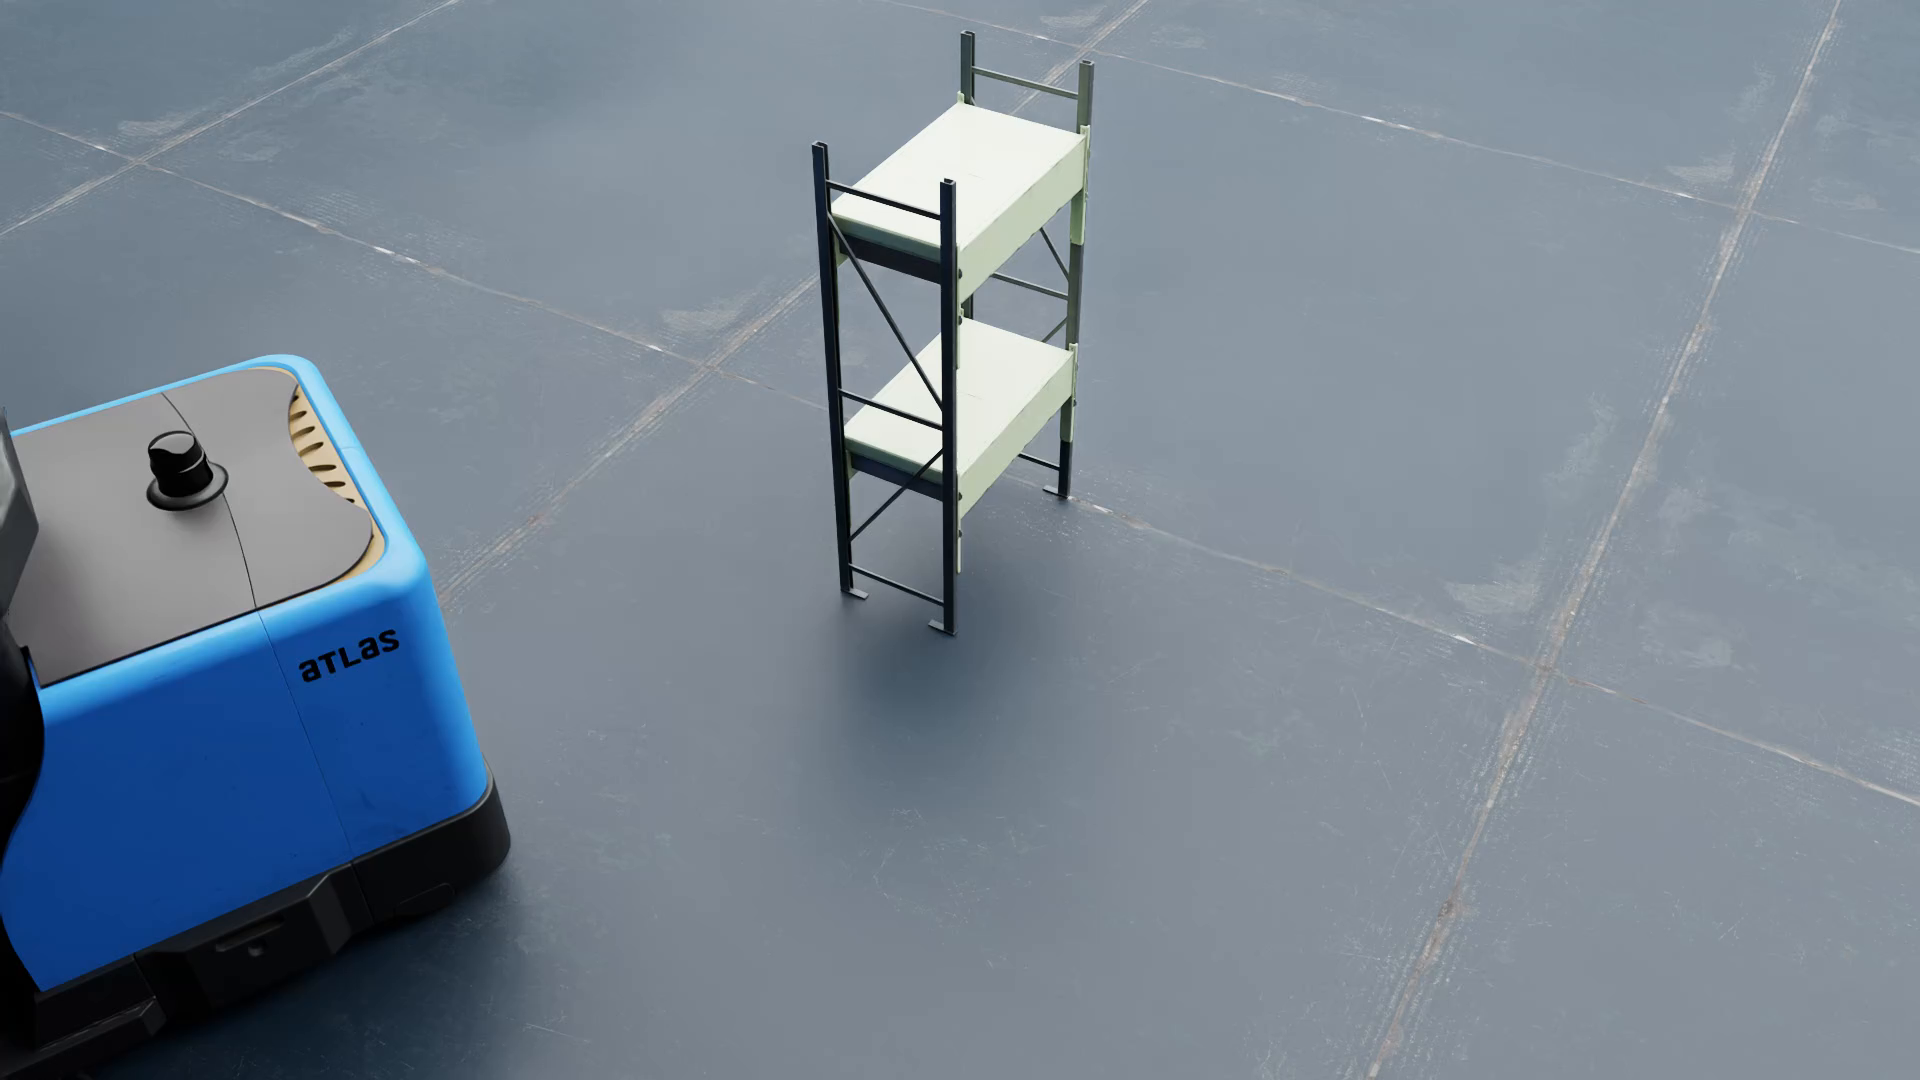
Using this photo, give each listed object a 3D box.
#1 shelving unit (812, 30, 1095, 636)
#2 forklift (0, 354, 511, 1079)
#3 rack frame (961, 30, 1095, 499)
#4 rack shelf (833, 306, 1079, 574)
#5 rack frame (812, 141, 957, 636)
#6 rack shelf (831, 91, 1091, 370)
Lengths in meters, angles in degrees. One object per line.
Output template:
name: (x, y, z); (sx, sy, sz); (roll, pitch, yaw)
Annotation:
shelving unit: (-0.003, -0.559, 4.750); (0.431, 1.500, 0.755); (21, 45, 22)
forklift: (-2.672, -0.001, 3.033); (3.031, 2.935, 1.130); (-22, 46, -23)
rack frame: (0.180, -0.768, 4.988); (0.400, 1.500, 0.023); (21, 45, 22)
rack shelf: (-0.003, -0.314, 4.965); (0.431, 0.370, 0.720); (21, 45, 22)
rack frame: (-0.186, -0.350, 4.512); (0.400, 1.500, 0.023); (21, 45, 22)
rack shelf: (-0.003, -0.852, 4.492); (0.431, 0.370, 0.720); (21, 45, 22)
